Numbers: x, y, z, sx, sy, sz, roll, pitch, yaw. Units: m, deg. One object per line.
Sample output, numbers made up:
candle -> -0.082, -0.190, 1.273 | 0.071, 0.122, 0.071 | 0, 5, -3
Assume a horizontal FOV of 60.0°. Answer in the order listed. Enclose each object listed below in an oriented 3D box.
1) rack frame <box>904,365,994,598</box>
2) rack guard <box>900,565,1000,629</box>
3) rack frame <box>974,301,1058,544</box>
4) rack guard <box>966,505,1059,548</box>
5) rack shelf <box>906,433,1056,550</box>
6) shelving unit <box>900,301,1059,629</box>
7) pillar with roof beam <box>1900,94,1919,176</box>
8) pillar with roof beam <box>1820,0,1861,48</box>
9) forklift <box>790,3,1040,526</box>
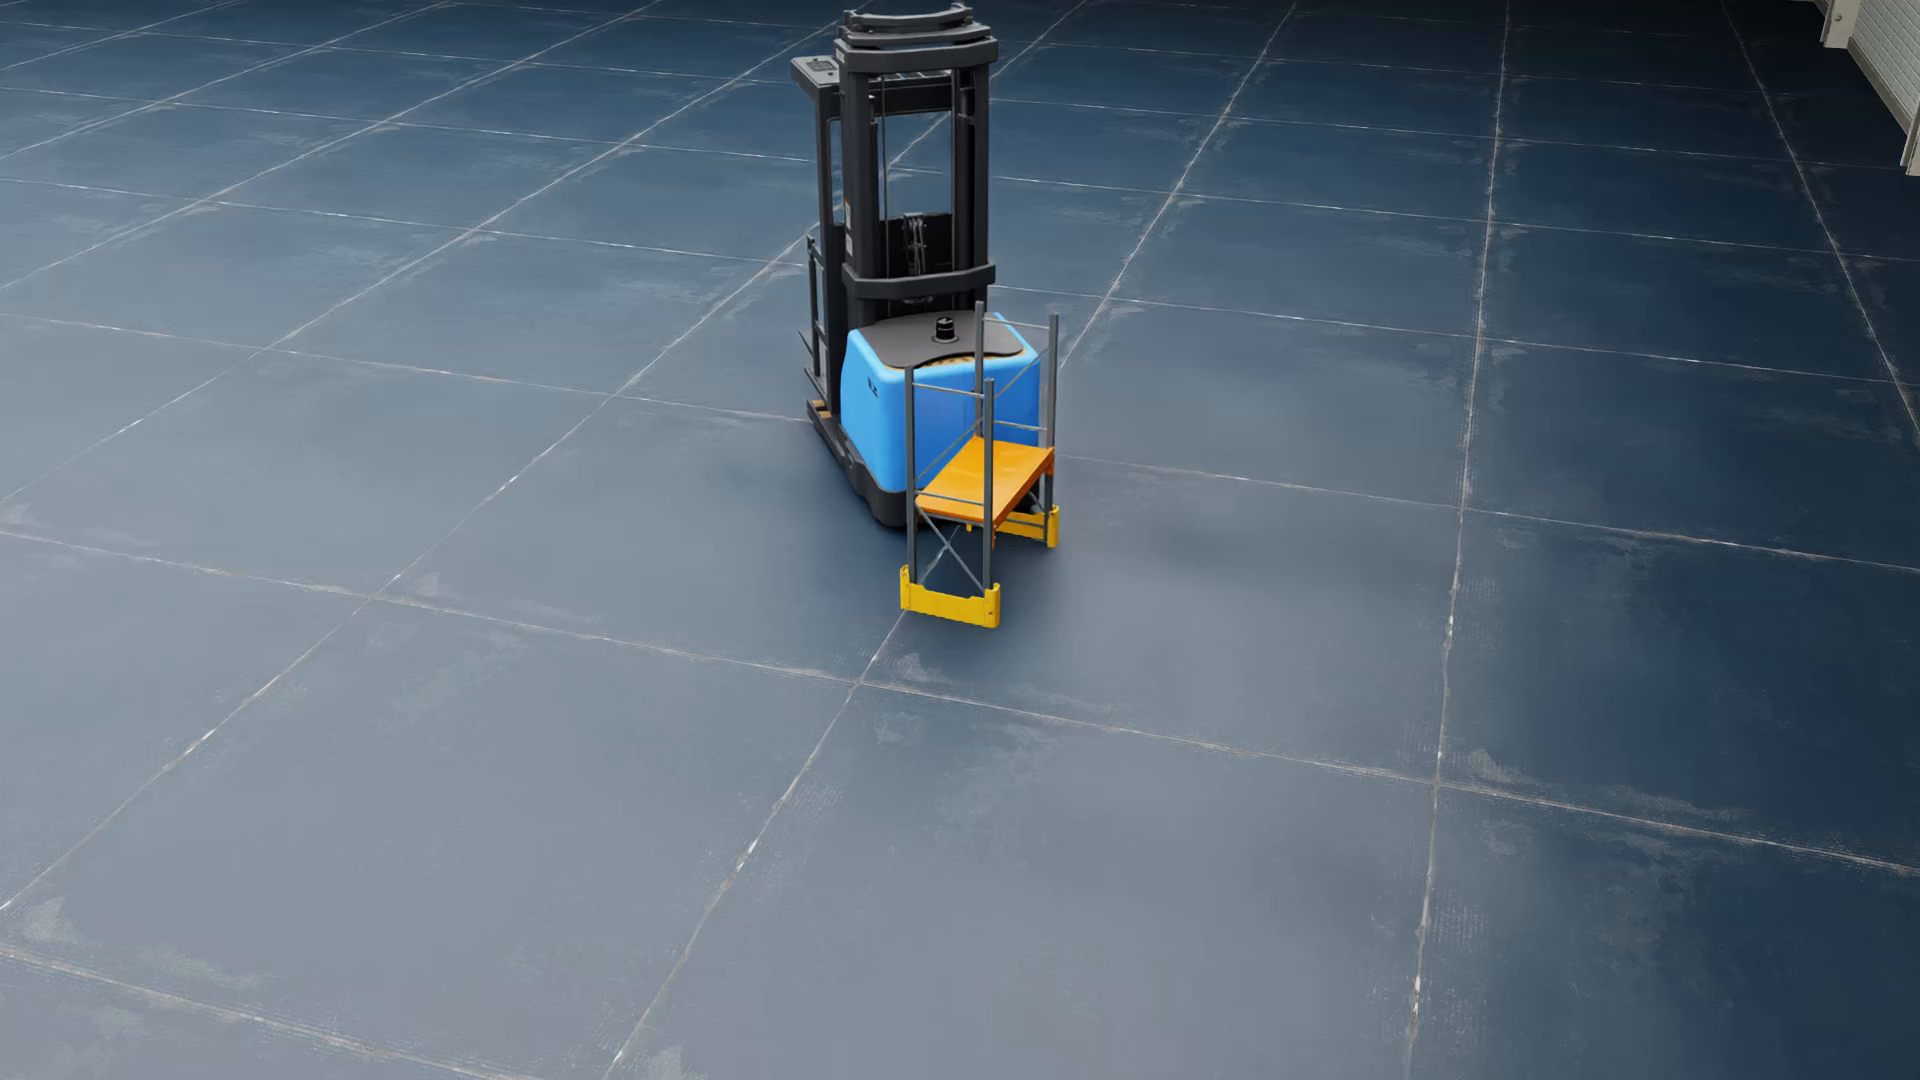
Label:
rack frame -> -0.058, -0.225, 9.112 | 0.500, 1.500, 0.032 | 11, 31, 19
rack guard -> -0.057, 0.321, 9.417 | 0.587, 0.250, 0.087 | 11, 31, 19
rack frame -> 0.326, -0.683, 9.934 | 0.500, 1.500, 0.032 | 11, 31, 19
rack guard -> 0.318, -0.128, 10.223 | 0.587, 0.250, 0.087 | 11, 31, 19
rack shelf -> 0.134, -0.297, 9.611 | 0.538, 0.185, 1.000 | 11, 31, 19
shelving unit -> 0.131, -0.450, 9.516 | 0.587, 1.500, 1.083 | 11, 31, 19
pillar with roof beam -> 5.731, -8.334, 15.975 | 9.100, 9.000, 0.400 | 8, 30, 15
pillar with roof beam -> 7.492, -11.123, 20.987 | 9.100, 9.000, 0.400 | 8, 30, 15
forklift -> -0.440, -2.066, 10.948 | 1.130, 2.935, 3.031 | -9, 30, -16
